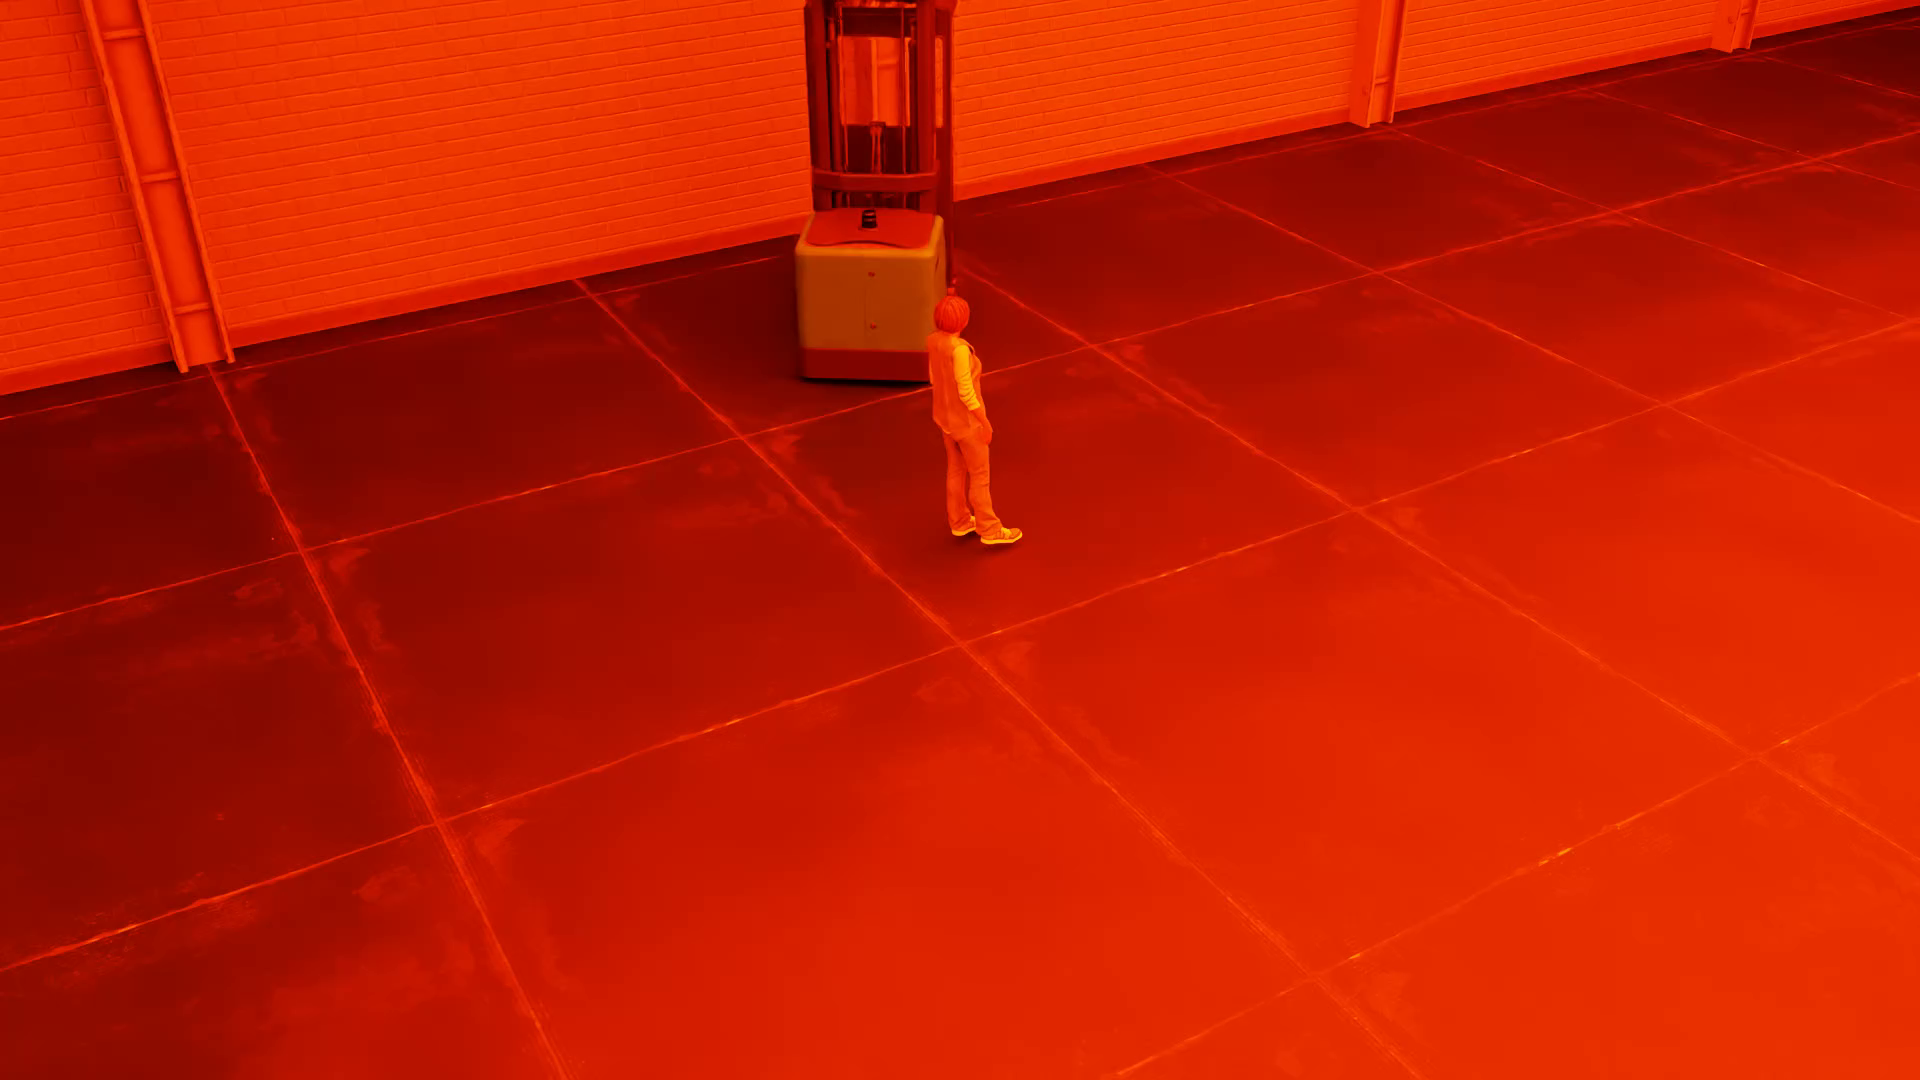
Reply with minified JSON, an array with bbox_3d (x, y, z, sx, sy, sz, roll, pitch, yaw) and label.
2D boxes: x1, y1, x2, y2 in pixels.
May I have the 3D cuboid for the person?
[{"bbox_3d":[0.070,-0.739,10.087,0.475,1.597,0.520,-17,35,-26],"label":"person"}]

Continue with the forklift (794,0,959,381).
[{"bbox_3d":[-0.587,-3.162,12.928,1.130,2.935,3.031,2,31,3],"label":"forklift"}]
